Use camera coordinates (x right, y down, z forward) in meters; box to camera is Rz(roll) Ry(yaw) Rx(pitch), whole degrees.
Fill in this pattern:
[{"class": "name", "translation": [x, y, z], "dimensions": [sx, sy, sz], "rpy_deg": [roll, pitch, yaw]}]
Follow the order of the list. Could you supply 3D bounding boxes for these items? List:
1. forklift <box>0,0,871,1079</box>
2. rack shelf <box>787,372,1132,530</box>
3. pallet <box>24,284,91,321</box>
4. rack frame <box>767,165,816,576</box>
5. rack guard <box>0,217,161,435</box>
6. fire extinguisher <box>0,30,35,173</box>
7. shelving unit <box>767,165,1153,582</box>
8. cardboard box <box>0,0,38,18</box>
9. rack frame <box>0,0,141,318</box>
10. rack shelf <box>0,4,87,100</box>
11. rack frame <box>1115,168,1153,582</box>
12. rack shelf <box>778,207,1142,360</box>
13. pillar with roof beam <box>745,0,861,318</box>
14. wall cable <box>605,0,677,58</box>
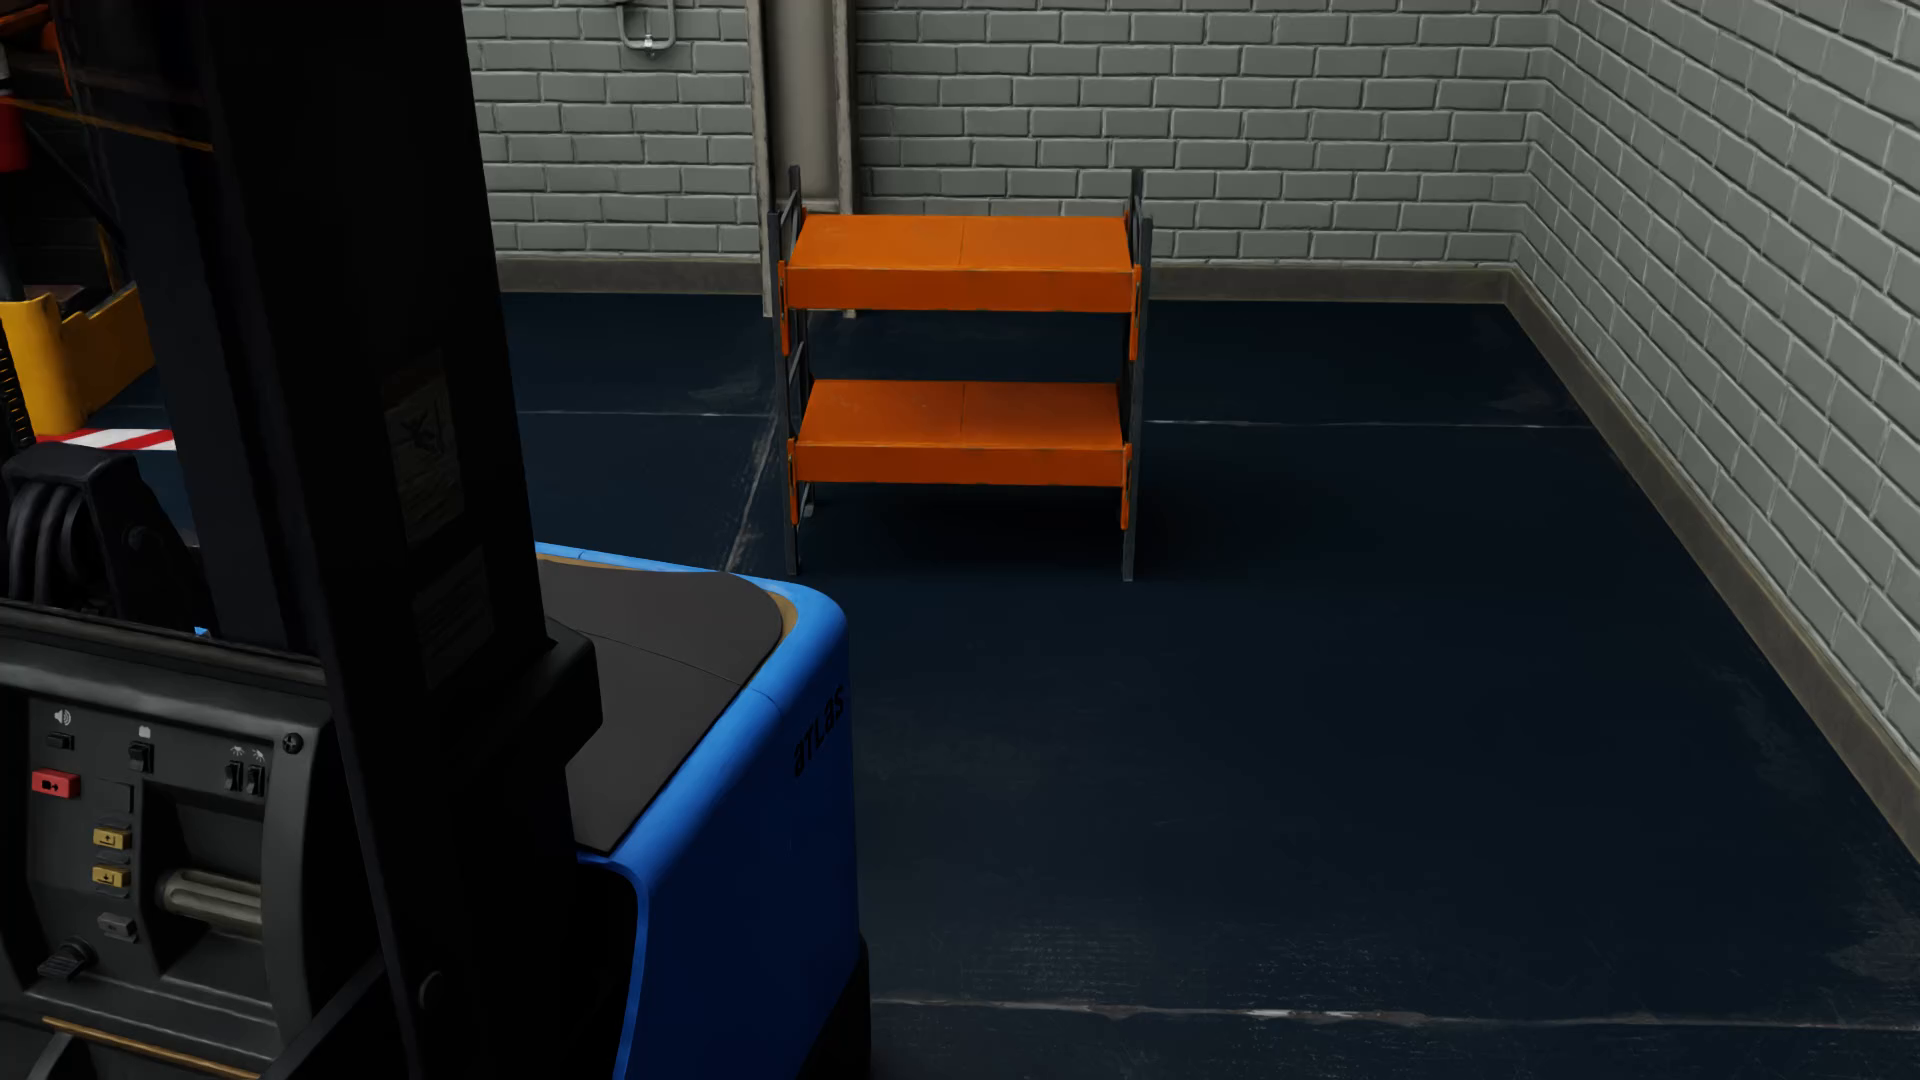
[{"class": "forklift", "translation": [-1.107, 0.324, 1.509], "dimensions": [1.130, 2.935, 3.031], "rpy_deg": [9, 29, 16]}, {"class": "rack shelf", "translation": [0.007, -0.281, 5.101], "dimensions": [1.000, 0.278, 0.538], "rpy_deg": [1, 28, 2]}, {"class": "pallet", "translation": [-4.158, -0.721, 6.385], "dimensions": [1.213, 0.211, 1.003], "rpy_deg": [1, 28, 2]}, {"class": "rack frame", "translation": [-0.501, -0.505, 5.002], "dimensions": [0.032, 1.125, 0.500], "rpy_deg": [1, 28, 2]}, {"class": "rack guard", "translation": [-3.332, -0.872, 6.360], "dimensions": [0.348, 0.500, 1.175], "rpy_deg": [1, 28, 2]}, {"class": "fire extinguisher", "translation": [-3.222, -1.559, 5.469], "dimensions": [0.183, 0.674, 0.296], "rpy_deg": [1, 28, 2]}, {"class": "shelving unit", "translation": [0.007, -0.497, 4.986], "dimensions": [1.048, 1.125, 0.538], "rpy_deg": [1, 28, 2]}, {"class": "cardboard box", "translation": [-3.866, -2.113, 5.713], "dimensions": [0.700, 0.700, 0.980], "rpy_deg": [2, 28, 4]}, {"class": "rack frame", "translation": [-3.356, -1.976, 5.776], "dimensions": [0.127, 3.000, 1.000], "rpy_deg": [1, 28, 2]}, {"class": "rack shelf", "translation": [-5.355, -1.692, 6.007], "dimensions": [4.000, 0.370, 1.077], "rpy_deg": [1, 28, 2]}, {"class": "rack frame", "translation": [0.515, -0.488, 4.970], "dimensions": [0.032, 1.125, 0.500], "rpy_deg": [1, 28, 2]}, {"class": "rack shelf", "translation": [0.007, -0.755, 4.849], "dimensions": [1.000, 0.278, 0.538], "rpy_deg": [1, 28, 2]}, {"class": "pillar with roof beam", "translation": [-0.779, -2.972, 1.249], "dimensions": [0.400, 9.000, 9.100], "rpy_deg": [1, 28, 2]}, {"class": "wall cable", "translation": [-2.043, -2.847, 6.333], "dimensions": [1.851, 1.984, 0.084], "rpy_deg": [1, 28, 2]}]
